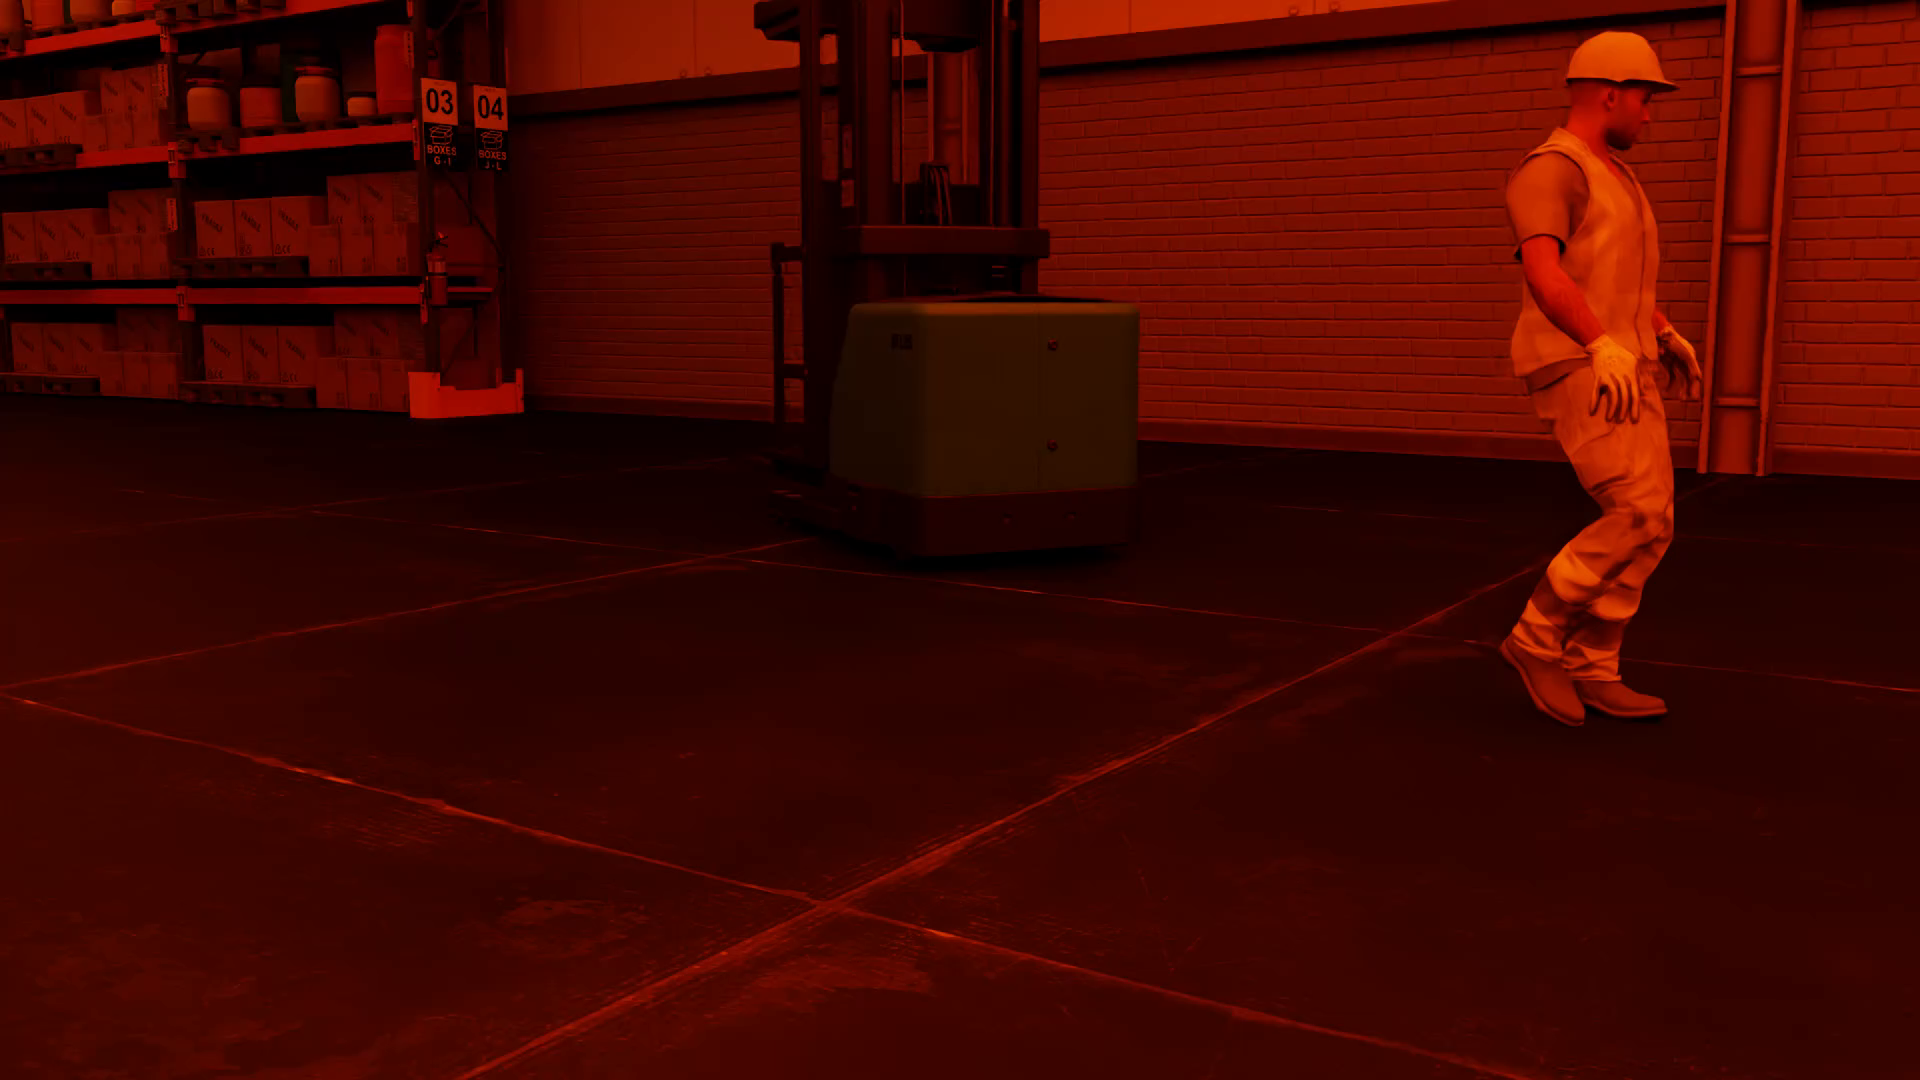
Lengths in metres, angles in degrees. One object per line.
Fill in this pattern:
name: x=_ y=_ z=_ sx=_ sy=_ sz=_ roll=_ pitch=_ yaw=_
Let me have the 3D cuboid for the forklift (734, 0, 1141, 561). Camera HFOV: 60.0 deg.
forklift: x=-0.322 y=-1.533 z=7.972 sx=1.130 sy=2.935 sz=3.031 roll=-4 pitch=9 yaw=-25

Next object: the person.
person: x=1.711 y=-0.416 z=4.328 sx=0.806 sy=1.759 sz=0.480 roll=-7 pitch=11 yaw=-42
